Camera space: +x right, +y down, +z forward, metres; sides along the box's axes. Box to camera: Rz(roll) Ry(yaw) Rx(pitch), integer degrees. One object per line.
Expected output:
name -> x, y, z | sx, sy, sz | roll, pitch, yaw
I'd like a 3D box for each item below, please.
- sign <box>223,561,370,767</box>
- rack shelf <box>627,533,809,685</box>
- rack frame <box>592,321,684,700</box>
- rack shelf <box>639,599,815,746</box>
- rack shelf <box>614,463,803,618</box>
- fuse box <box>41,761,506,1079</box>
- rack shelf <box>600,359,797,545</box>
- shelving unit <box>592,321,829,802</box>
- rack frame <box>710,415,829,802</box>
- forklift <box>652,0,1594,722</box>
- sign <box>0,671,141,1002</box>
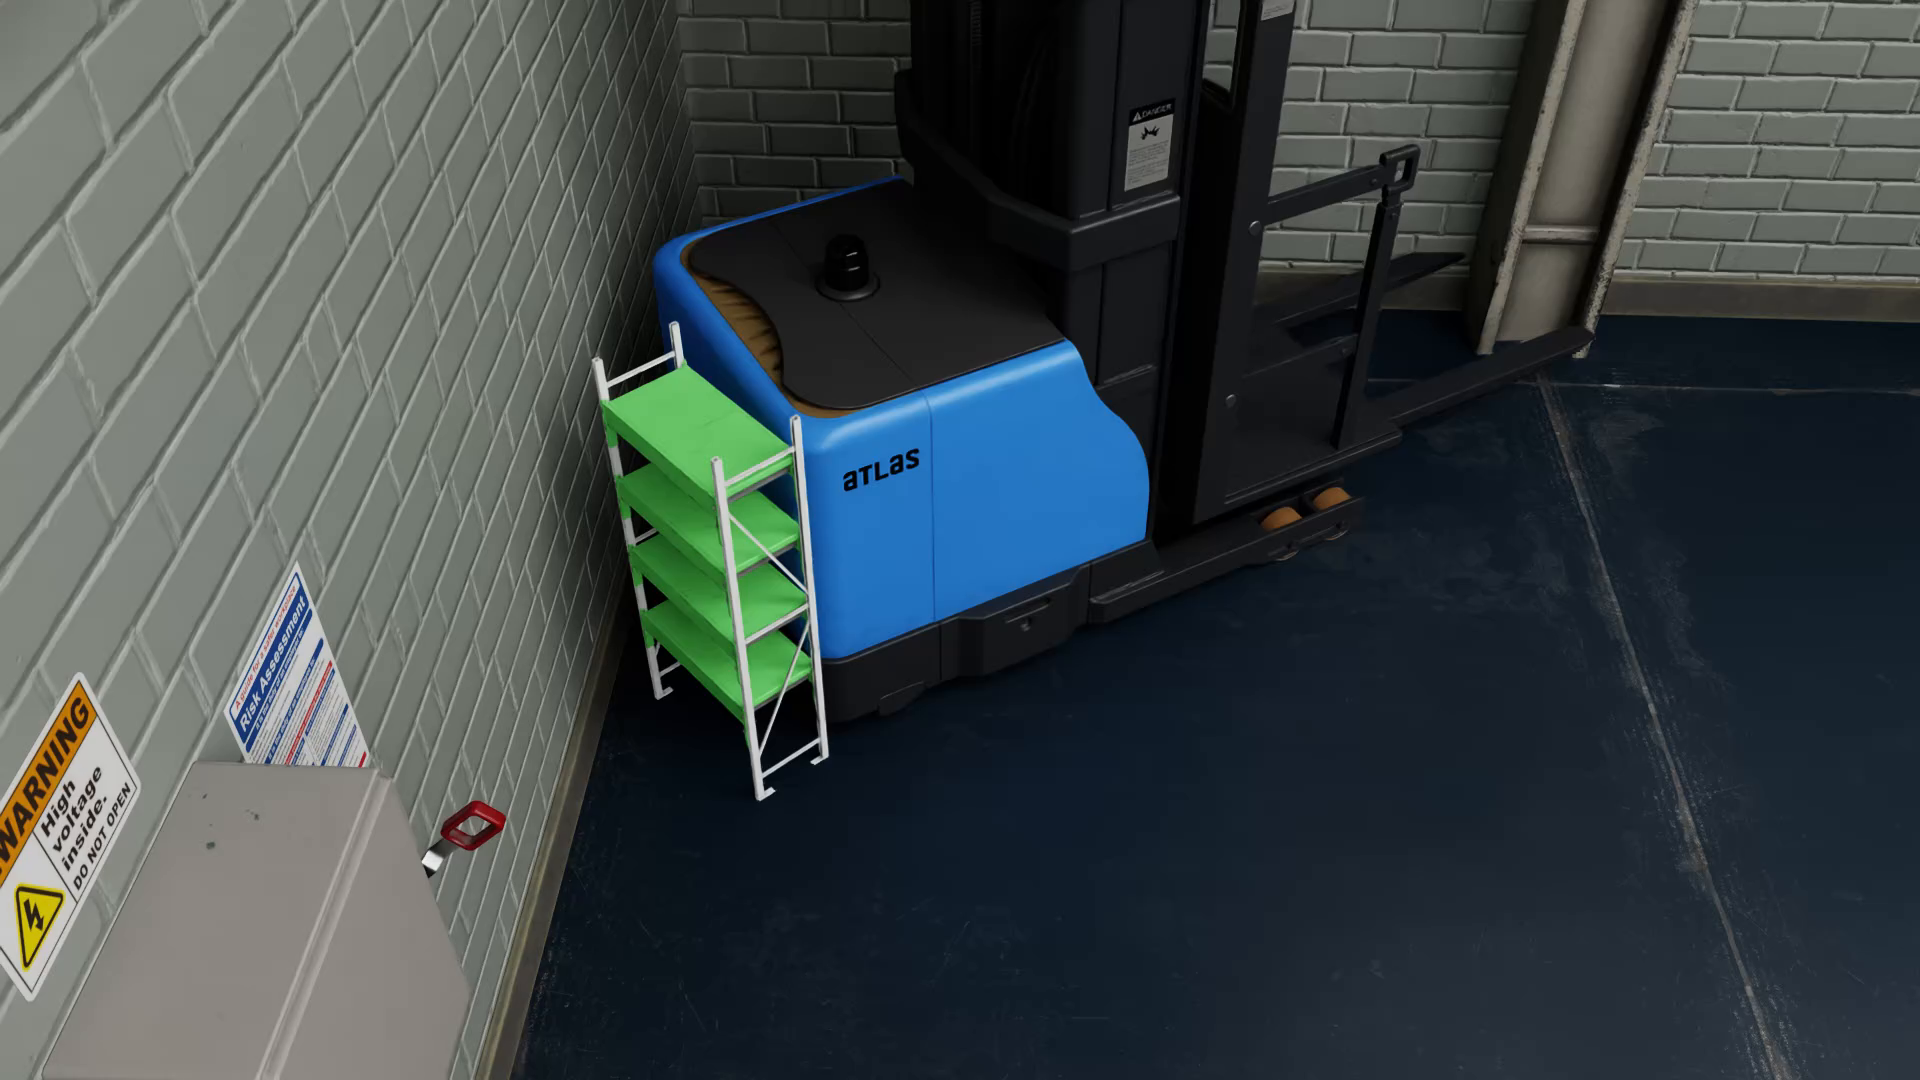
sign -> -1.093, 0.325, 2.770 | 0.001, 0.494, 0.329 | 2, 43, 2
rack shelf -> -0.619, 0.133, 4.321 | 0.258, 0.148, 0.480 | -31, 51, -29
rack frame -> -0.781, -0.039, 4.412 | 0.240, 1.200, 0.015 | -31, 51, -29
rack shelf -> -0.619, 0.308, 4.485 | 0.258, 0.148, 0.480 | -31, 51, -29
rack shelf -> -0.619, -0.043, 4.157 | 0.258, 0.148, 0.480 | -31, 51, -29
fuse box -> -0.908, 1.105, 2.809 | 0.414, 1.711, 0.539 | 2, 43, 2
rack shelf -> -0.619, -0.219, 3.994 | 0.258, 0.148, 0.480 | -31, 51, -29
shelving unit -> -0.619, 0.086, 4.278 | 0.258, 1.200, 0.503 | -31, 51, -29
rack frame -> -0.458, 0.211, 4.144 | 0.240, 1.200, 0.015 | -31, 51, -29
forklift -> 0.682, -1.303, 4.498 | 3.031, 2.935, 1.130 | -21, 47, -21
sign -> -1.117, 0.362, 2.055 | 0.001, 0.242, 0.339 | 2, 43, 2
